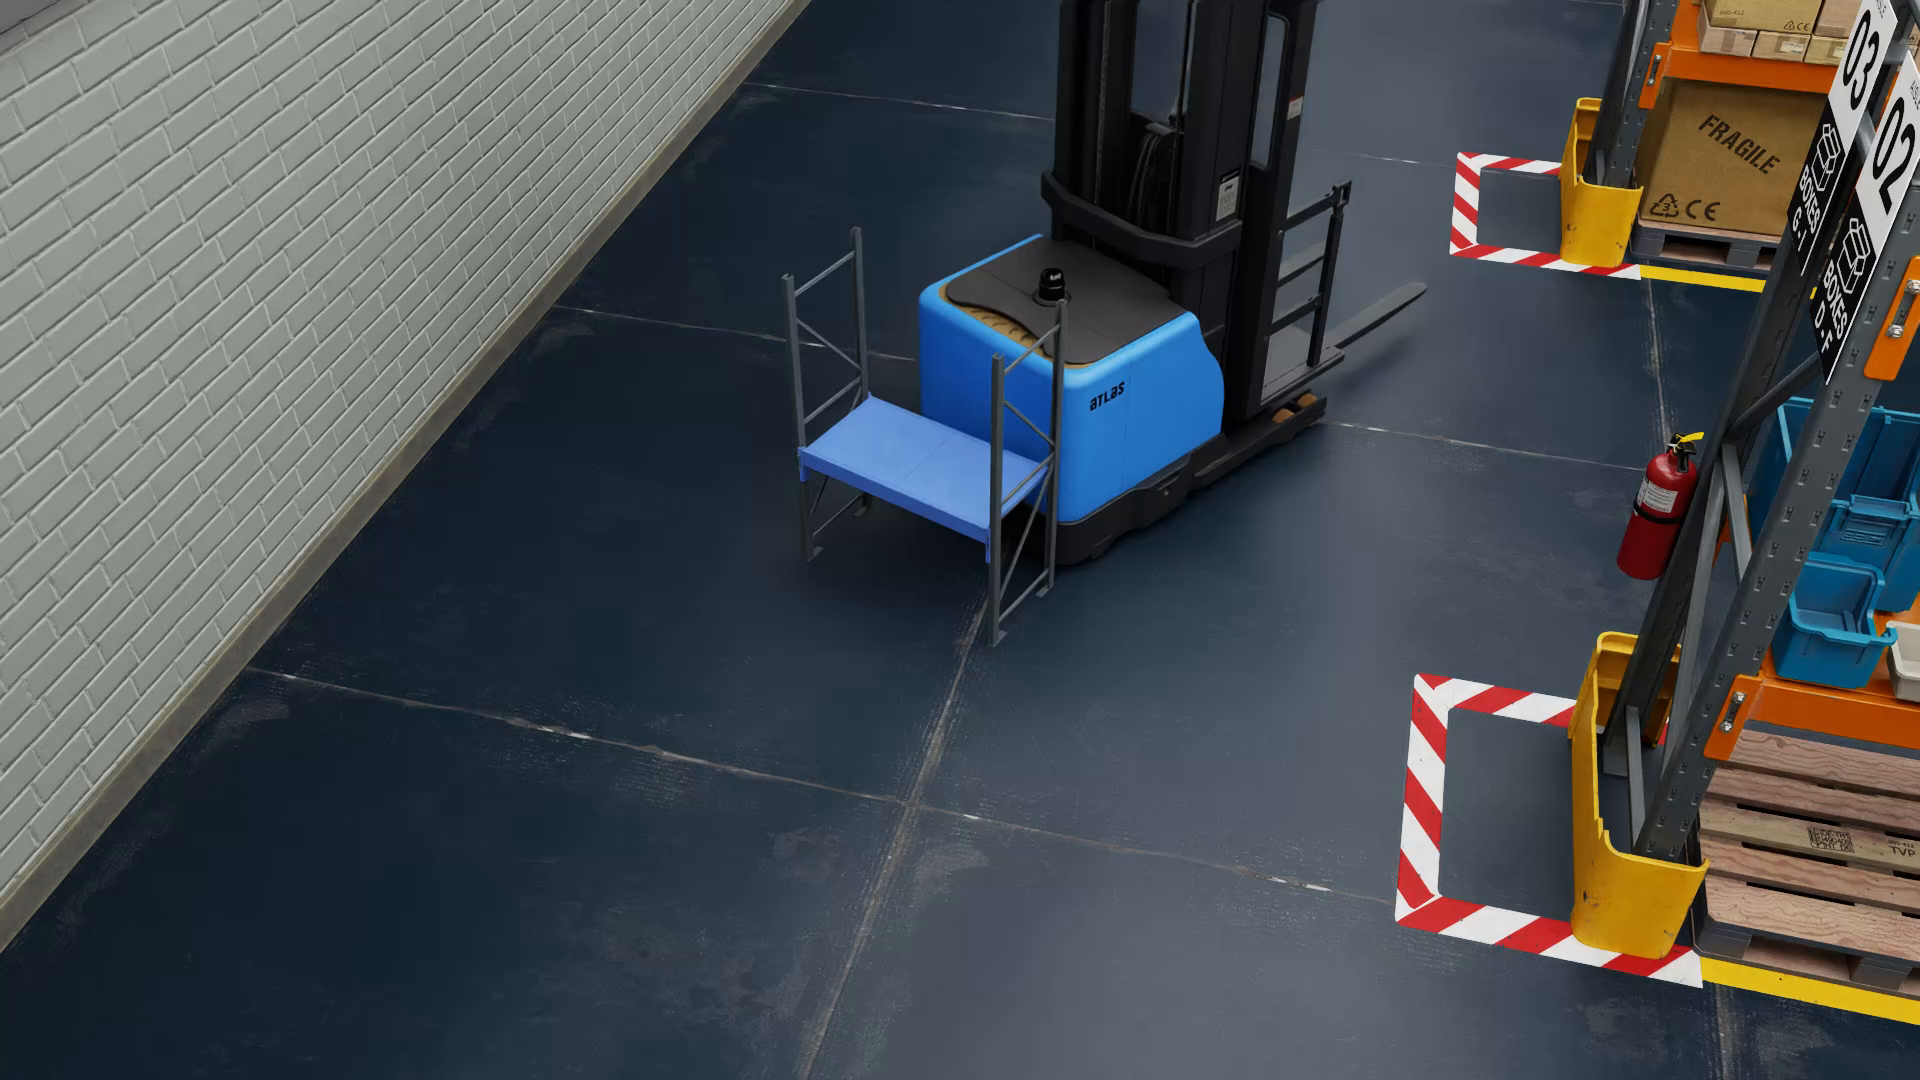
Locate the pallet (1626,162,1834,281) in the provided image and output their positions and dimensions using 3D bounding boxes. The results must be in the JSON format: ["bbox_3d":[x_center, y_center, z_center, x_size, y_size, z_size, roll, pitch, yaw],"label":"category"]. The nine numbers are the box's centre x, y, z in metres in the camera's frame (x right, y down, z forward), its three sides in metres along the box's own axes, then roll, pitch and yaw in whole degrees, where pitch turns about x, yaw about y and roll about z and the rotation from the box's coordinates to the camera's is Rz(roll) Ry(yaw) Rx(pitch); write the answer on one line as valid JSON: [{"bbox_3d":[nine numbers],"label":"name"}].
[{"bbox_3d":[4.635,-1.950,9.933,1.213,0.211,1.003,10,41,11],"label":"pallet"}]

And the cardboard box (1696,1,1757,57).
[{"bbox_3d":[4.100,-2.742,8.903,0.250,0.149,0.380,10,41,12],"label":"cardboard box"}]

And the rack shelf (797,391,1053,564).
[{"bbox_3d":[-0.149,-0.288,7.231,1.000,0.185,0.538,24,45,25],"label":"rack shelf"}]

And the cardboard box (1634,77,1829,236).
[{"bbox_3d":[4.482,-2.393,9.617,0.875,0.875,0.875,10,41,11],"label":"cardboard box"}]

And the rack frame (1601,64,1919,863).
[{"bbox_3d":[2.562,-0.025,5.473,0.127,3.000,1.000,10,41,11],"label":"rack frame"}]

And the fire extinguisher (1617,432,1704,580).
[{"bbox_3d":[2.534,-0.160,5.983,0.183,0.674,0.296,10,41,11],"label":"fire extinguisher"}]

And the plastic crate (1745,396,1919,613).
[{"bbox_3d":[2.934,-0.122,5.514,0.499,0.435,0.616,10,41,11],"label":"plastic crate"}]

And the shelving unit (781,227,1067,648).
[{"bbox_3d":[-0.149,-0.426,7.116,1.048,1.500,0.538,24,45,25],"label":"shelving unit"}]

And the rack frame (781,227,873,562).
[{"bbox_3d":[-0.569,-0.610,7.334,0.032,1.500,0.500,24,45,25],"label":"rack frame"}]

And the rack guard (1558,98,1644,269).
[{"bbox_3d":[3.820,-2.149,9.945,0.348,0.500,1.175,10,41,11],"label":"rack guard"}]

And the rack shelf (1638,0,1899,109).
[{"bbox_3d":[5.775,-2.495,8.972,4.000,0.370,1.077,10,41,11],"label":"rack shelf"}]

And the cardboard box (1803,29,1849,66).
[{"bbox_3d":[4.596,-2.658,8.803,0.250,0.149,0.380,9,41,10],"label":"cardboard box"}]

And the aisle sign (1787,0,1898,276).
[{"bbox_3d":[2.569,-1.215,4.867,0.004,0.787,0.394,10,41,11],"label":"aisle sign"}]

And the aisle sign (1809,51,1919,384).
[{"bbox_3d":[2.416,-0.848,4.431,0.004,0.787,0.394,10,41,11],"label":"aisle sign"}]

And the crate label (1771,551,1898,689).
[{"bbox_3d":[2.716,0.261,5.215,0.303,0.233,0.416,10,41,11],"label":"crate label"}]

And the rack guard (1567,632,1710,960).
[{"bbox_3d":[2.536,0.936,6.272,0.348,0.500,1.175,10,41,11],"label":"rack guard"}]

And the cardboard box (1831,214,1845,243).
[{"bbox_3d":[5.361,-2.242,9.437,0.875,0.875,0.875,10,41,11],"label":"cardboard box"}]

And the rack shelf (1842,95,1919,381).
[{"bbox_3d":[4.494,-0.566,4.343,4.000,0.370,1.077,10,41,11],"label":"rack shelf"}]

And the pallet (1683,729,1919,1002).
[{"bbox_3d":[3.349,1.204,6.177,1.213,0.211,1.003,10,41,11],"label":"pallet"}]

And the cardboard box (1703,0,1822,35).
[{"bbox_3d":[4.237,-2.912,8.794,0.500,0.250,0.500,9,41,10],"label":"cardboard box"}]

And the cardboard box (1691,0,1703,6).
[{"bbox_3d":[4.272,-3.152,9.390,0.250,0.149,0.380,11,41,12],"label":"cardboard box"}]

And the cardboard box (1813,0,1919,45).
[{"bbox_3d":[4.741,-2.829,8.696,0.500,0.250,0.500,9,41,11],"label":"cardboard box"}]

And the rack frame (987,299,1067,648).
[{"bbox_3d":[0.272,-0.243,6.897,0.032,1.500,0.500,24,45,25],"label":"rack frame"}]

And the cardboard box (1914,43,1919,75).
[{"bbox_3d":[5.094,-2.573,8.701,0.250,0.149,0.380,9,41,11],"label":"cardboard box"}]

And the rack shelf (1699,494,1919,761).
[{"bbox_3d":[4.494,0.582,5.308,4.000,0.370,1.077,10,41,11],"label":"rack shelf"}]

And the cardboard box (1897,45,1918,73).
[{"bbox_3d":[4.848,-2.616,8.752,0.250,0.149,0.380,9,41,11],"label":"cardboard box"}]

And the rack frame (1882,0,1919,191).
[{"bbox_3d":[2.562,-2.323,3.543,0.127,3.000,1.000,10,41,11],"label":"rack frame"}]

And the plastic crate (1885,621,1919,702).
[{"bbox_3d":[3.004,0.403,5.121,0.298,0.136,0.250,10,41,11],"label":"plastic crate"}]

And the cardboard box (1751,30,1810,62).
[{"bbox_3d":[4.349,-2.701,8.853,0.250,0.149,0.380,9,41,11],"label":"cardboard box"}]

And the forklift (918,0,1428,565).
[{"bbox_3d":[1.221,-1.834,7.679,3.031,2.935,1.130,-31,49,-31],"label":"forklift"}]

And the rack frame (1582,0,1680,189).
[{"bbox_3d":[3.843,-3.103,9.136,0.127,3.000,1.000,10,41,11],"label":"rack frame"}]
